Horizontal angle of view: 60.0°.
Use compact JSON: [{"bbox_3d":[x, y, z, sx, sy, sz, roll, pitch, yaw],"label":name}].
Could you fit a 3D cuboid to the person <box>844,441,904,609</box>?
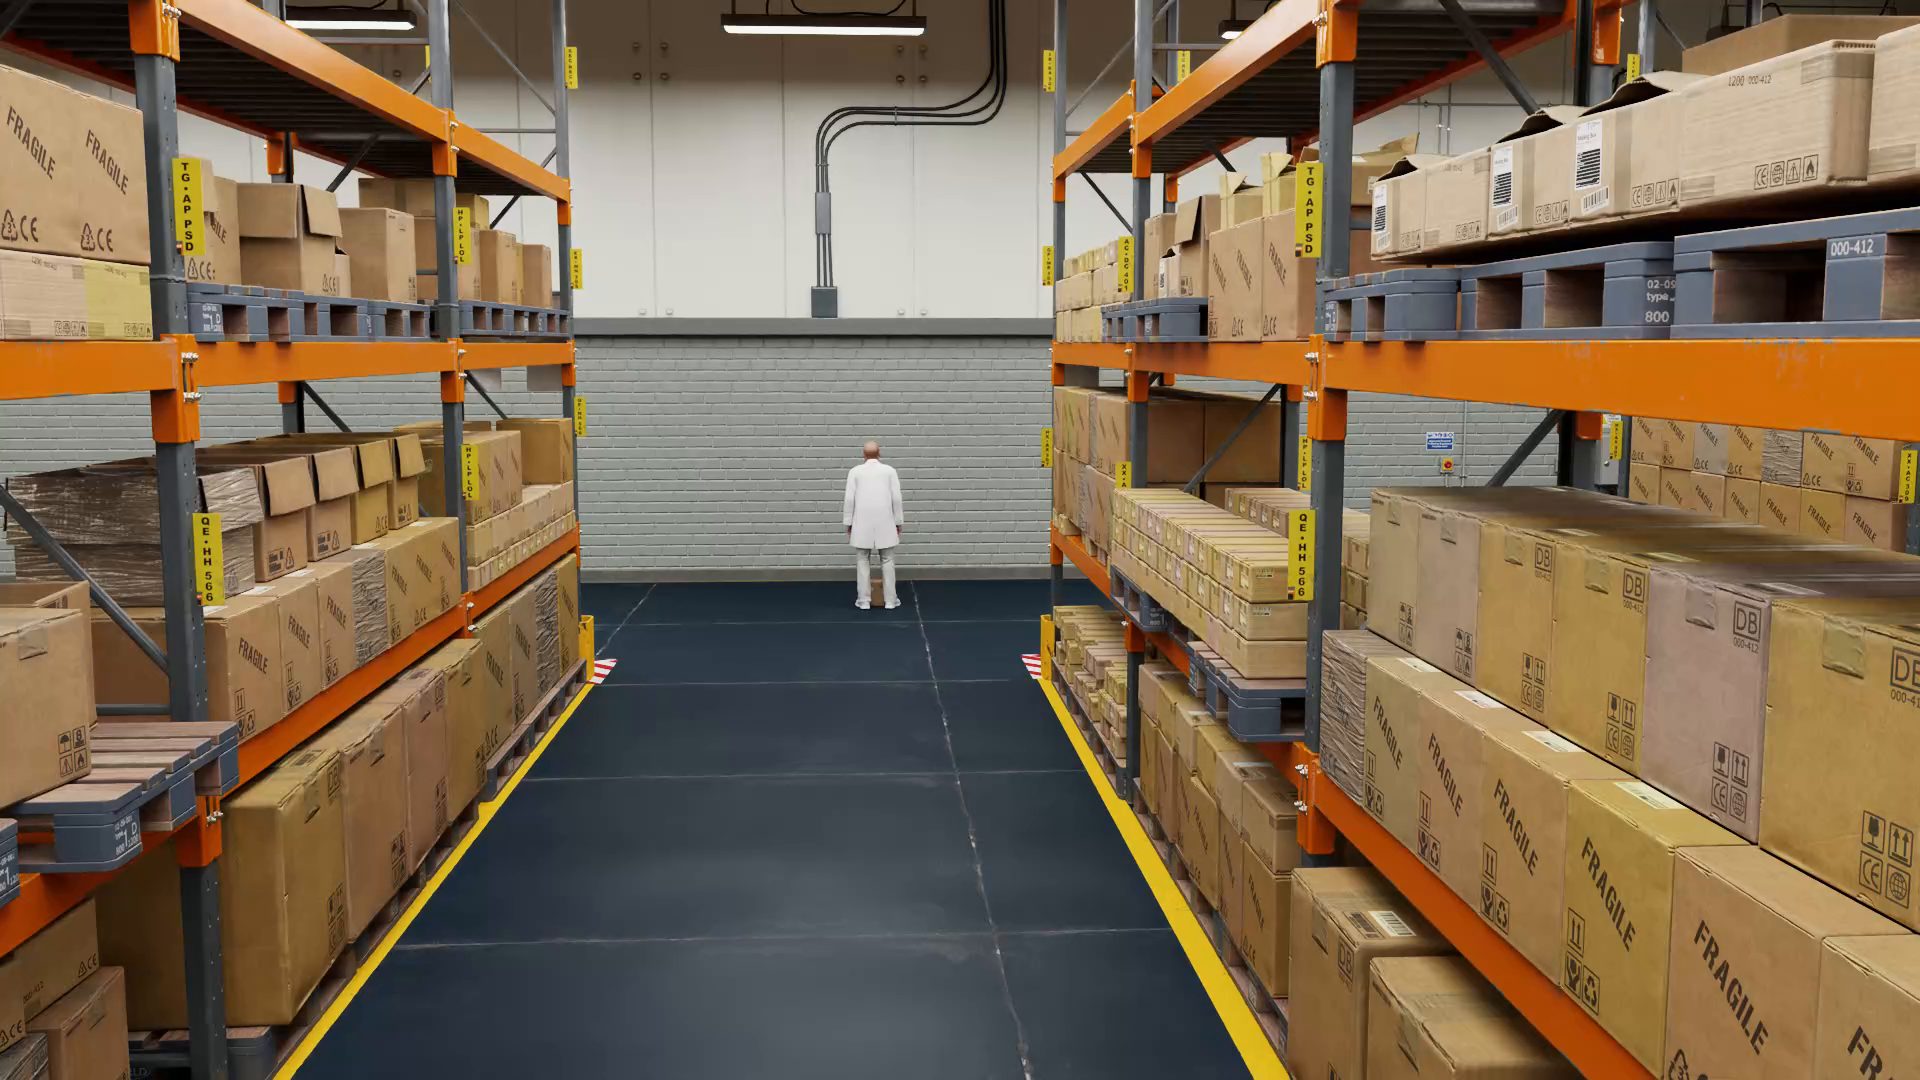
[{"bbox_3d":[-0.916,-0.160,17.662,0.642,1.774,0.421,0,7,-4],"label":"person"}]
